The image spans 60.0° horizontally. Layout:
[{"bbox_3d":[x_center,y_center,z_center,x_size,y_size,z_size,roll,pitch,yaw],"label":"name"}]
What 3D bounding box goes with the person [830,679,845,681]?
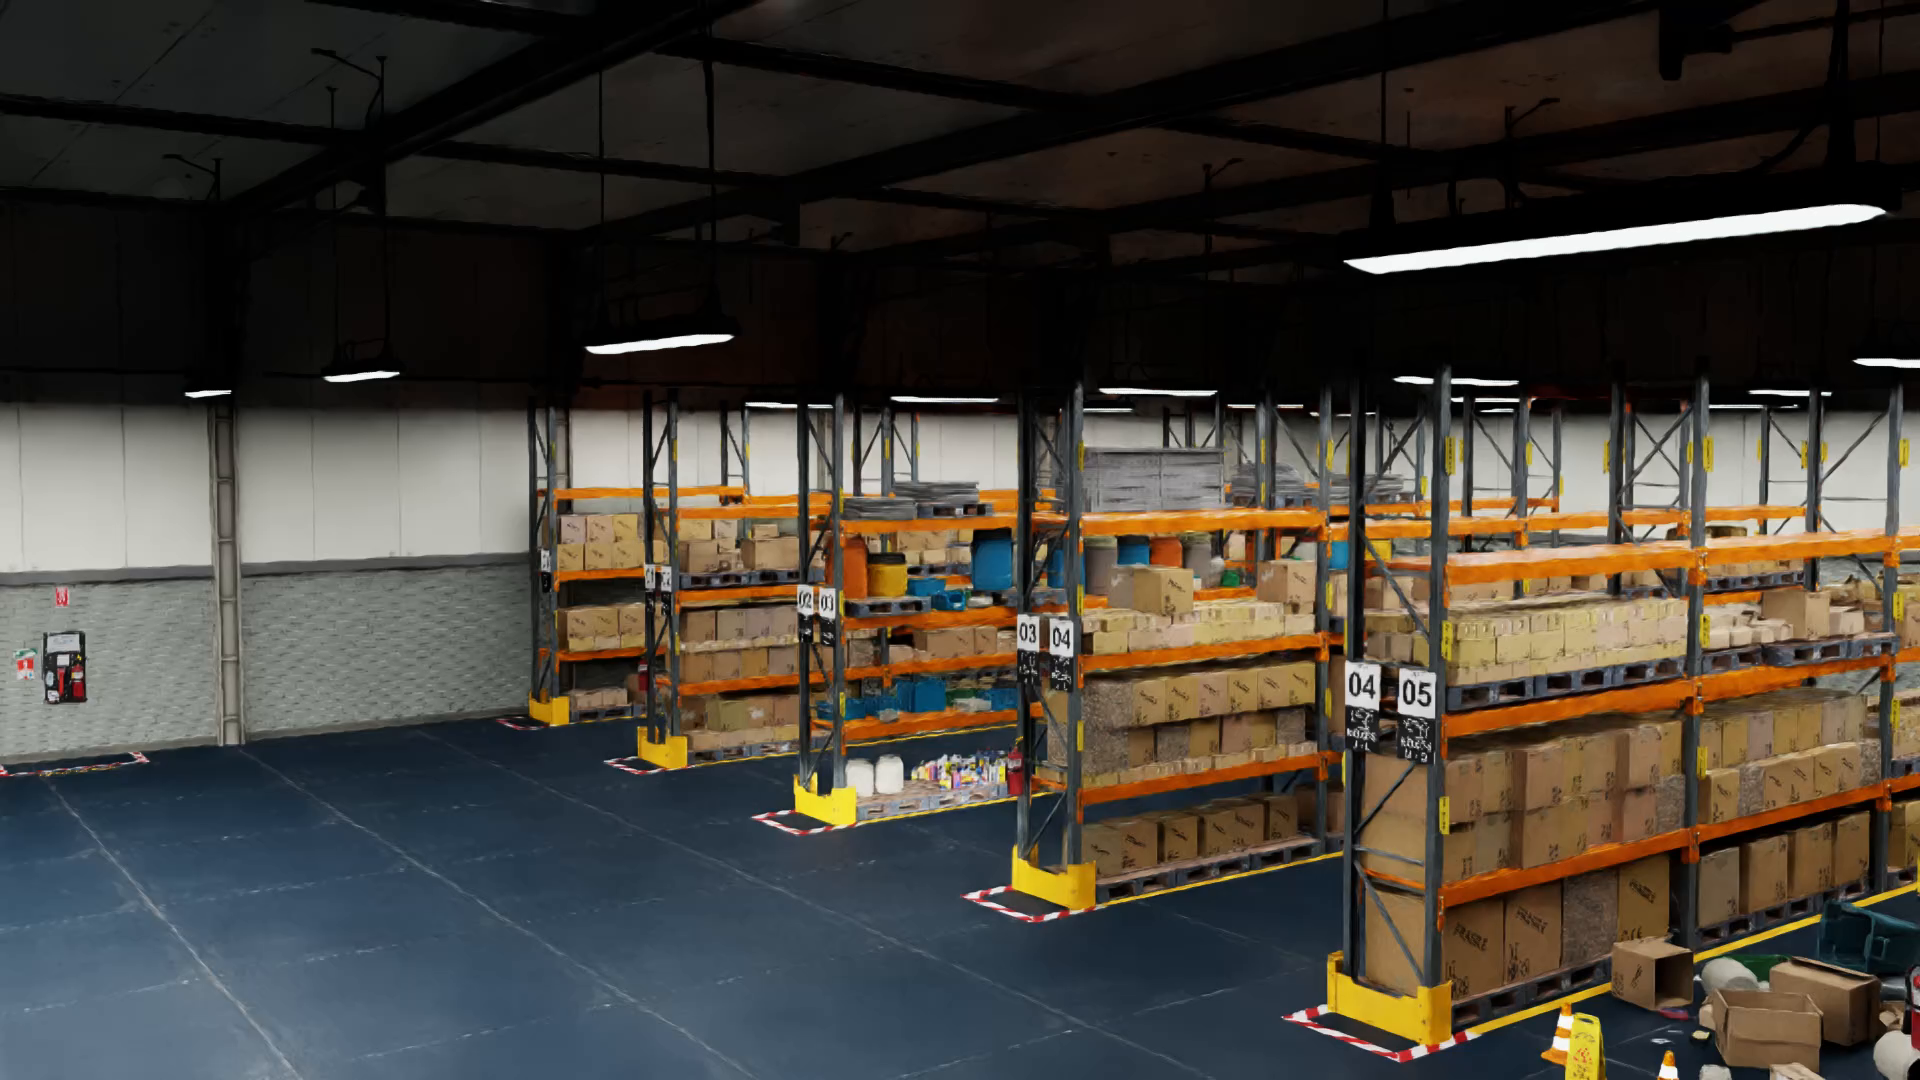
[{"bbox_3d":[-2.448,2.481,31.785,1.089,1.572,0.450,-3,4,-38],"label":"person"}]
